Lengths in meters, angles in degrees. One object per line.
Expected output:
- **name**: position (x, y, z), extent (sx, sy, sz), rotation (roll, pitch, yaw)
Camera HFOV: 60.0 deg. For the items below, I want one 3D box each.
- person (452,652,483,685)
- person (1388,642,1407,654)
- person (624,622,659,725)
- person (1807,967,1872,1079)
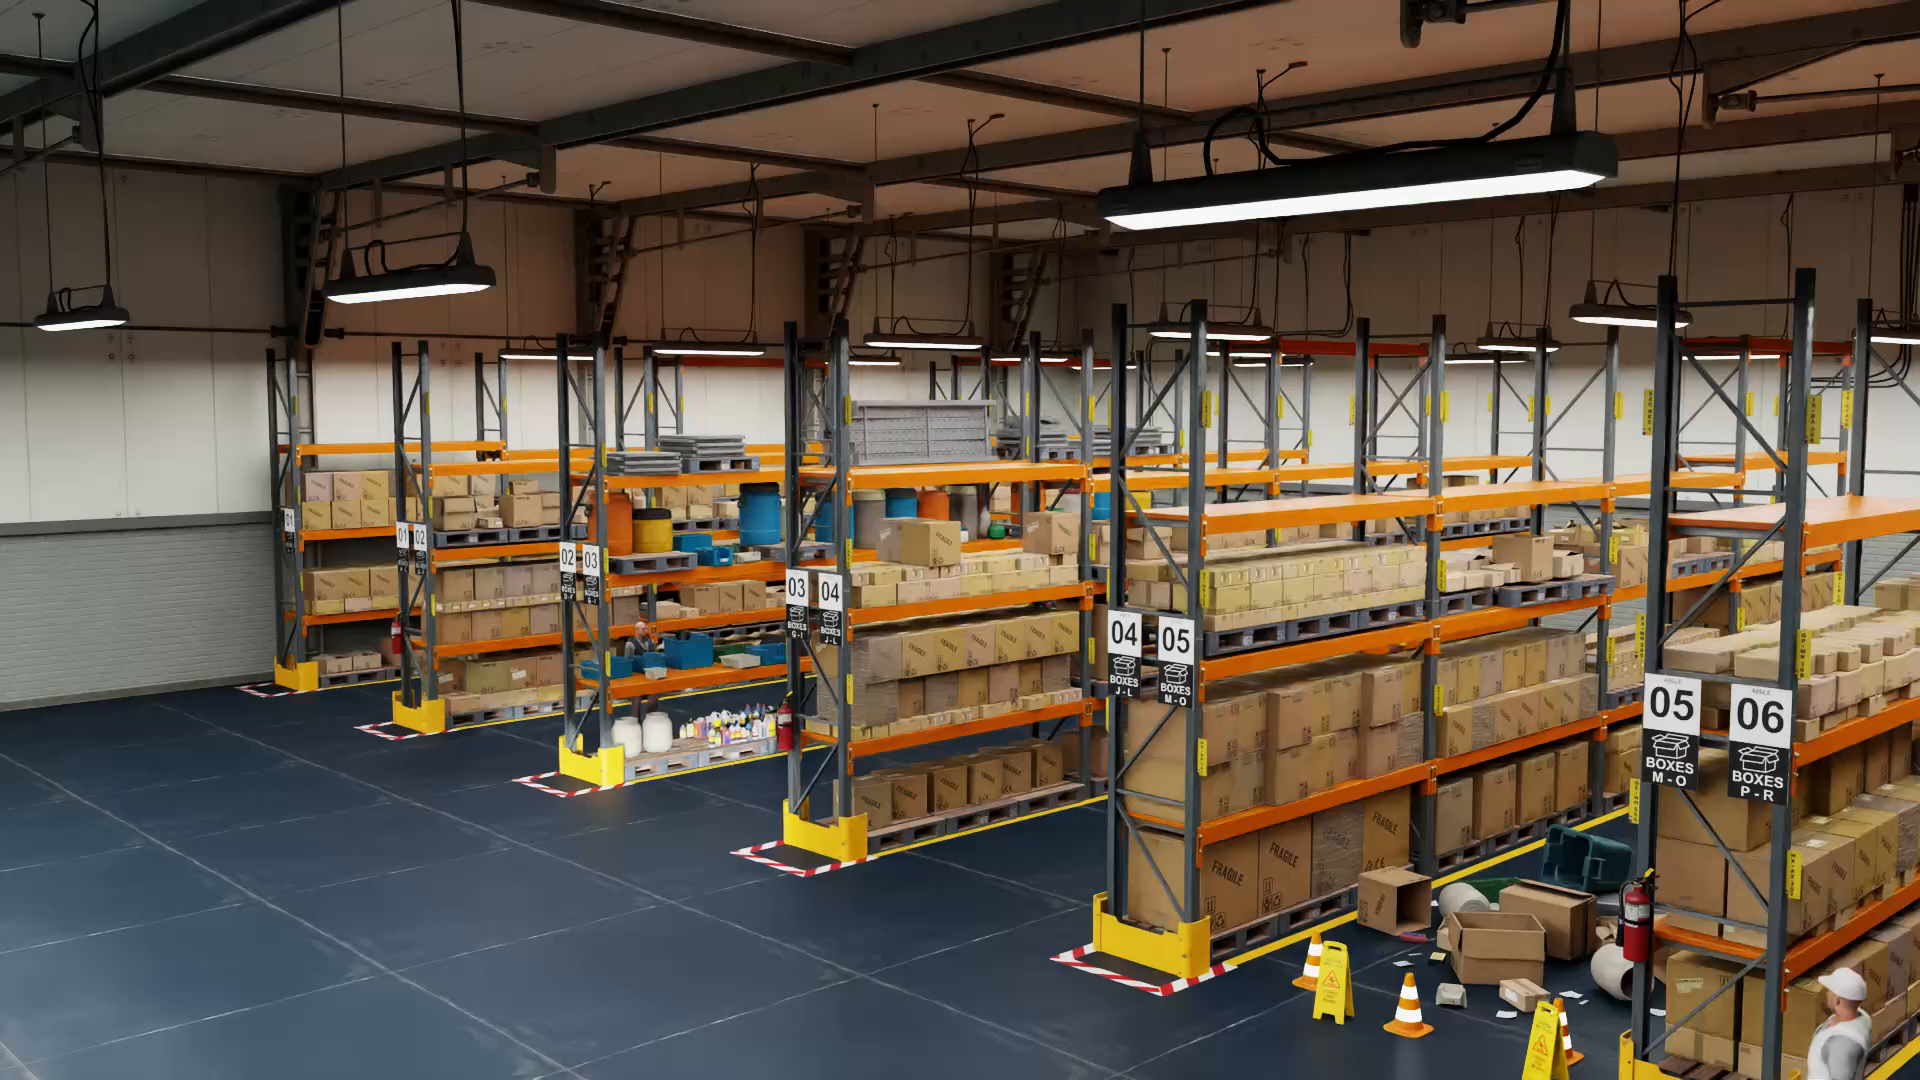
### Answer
- **person**: position (-8.449, 1.828, 28.563), extent (0.608, 1.795, 0.505), rotation (-3, 6, -30)
- **person**: position (6.205, 2.227, 23.801), extent (0.453, 1.769, 0.599), rotation (5, 7, 45)
- **person**: position (-4.871, 2.147, 25.433), extent (0.596, 1.806, 0.386), rotation (-4, 7, -41)
- **person**: position (5.217, 3.408, 9.922), extent (0.491, 1.788, 0.632), rotation (2, 5, 22)
